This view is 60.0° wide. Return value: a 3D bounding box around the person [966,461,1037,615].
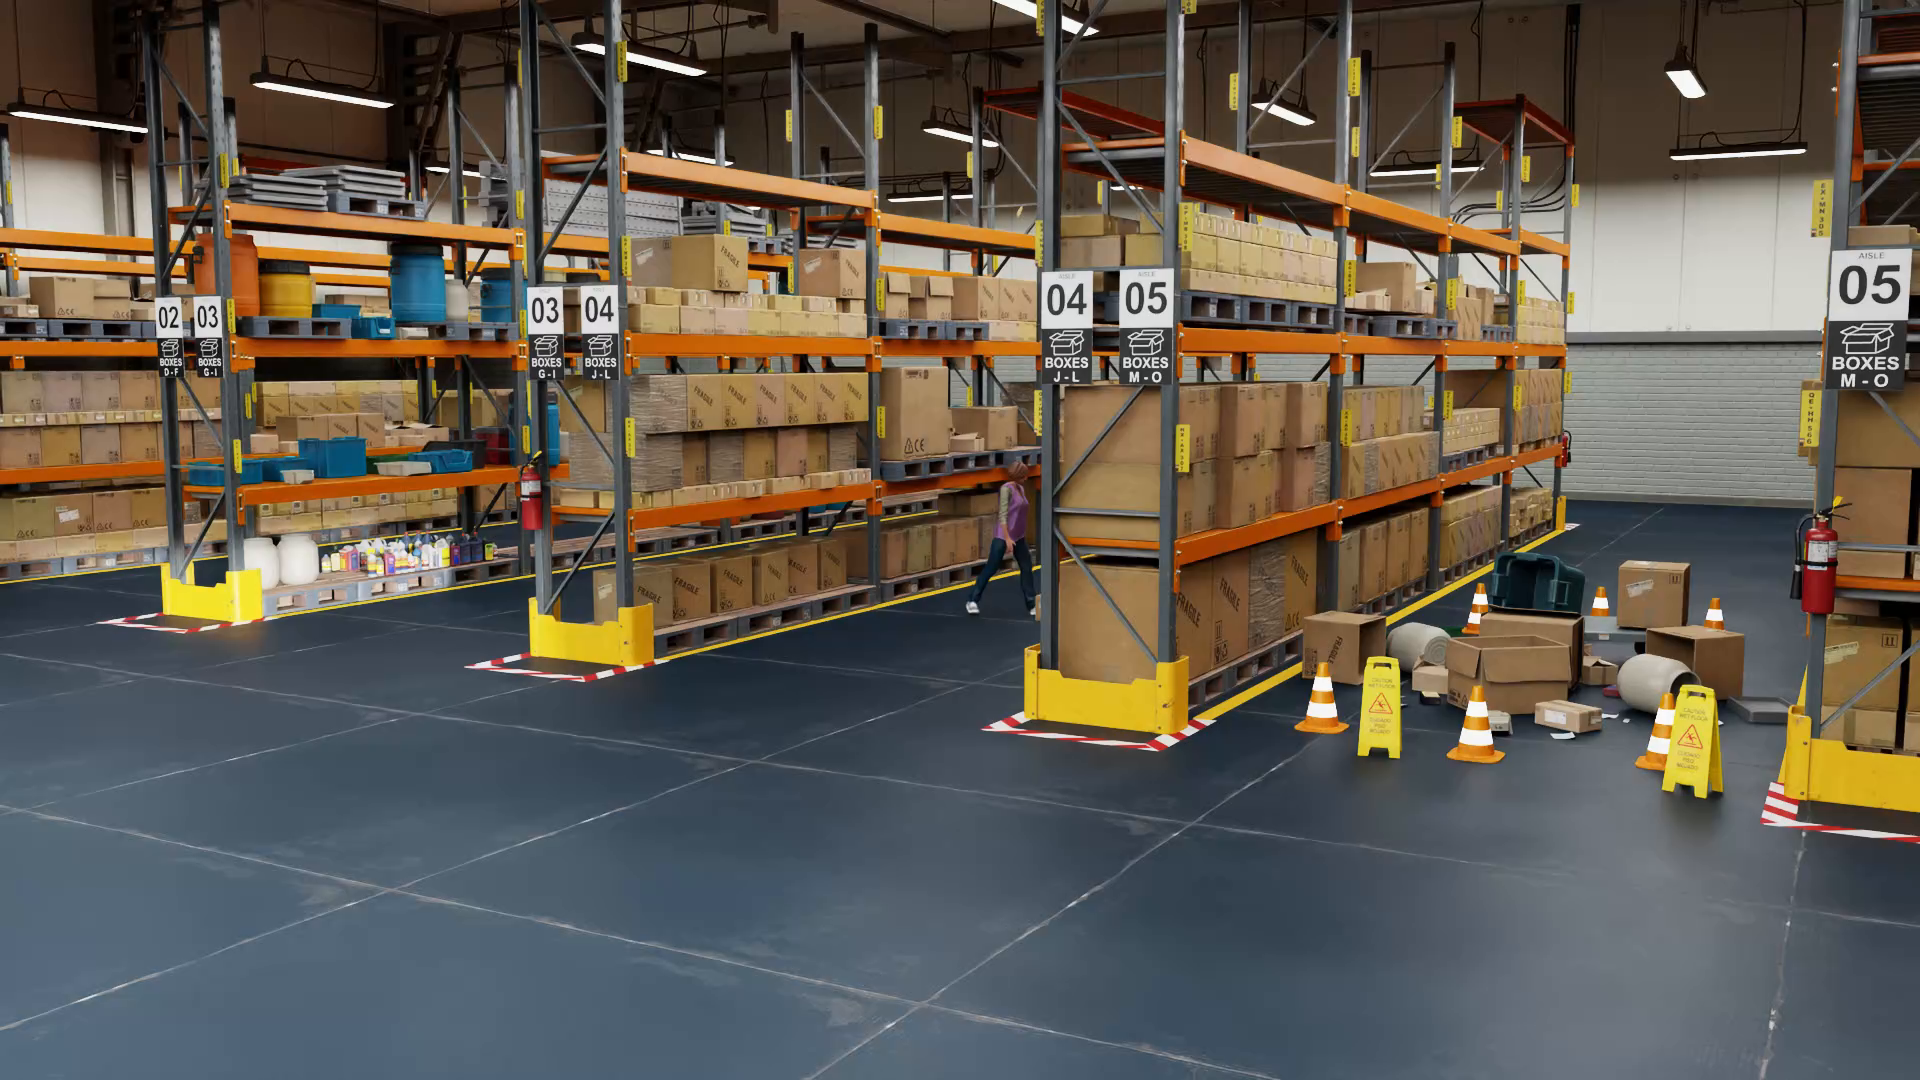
[{"bbox_3d":[0.484,-0.016,16.711,0.845,1.554,0.551,4,8,36],"label":"person"}]
